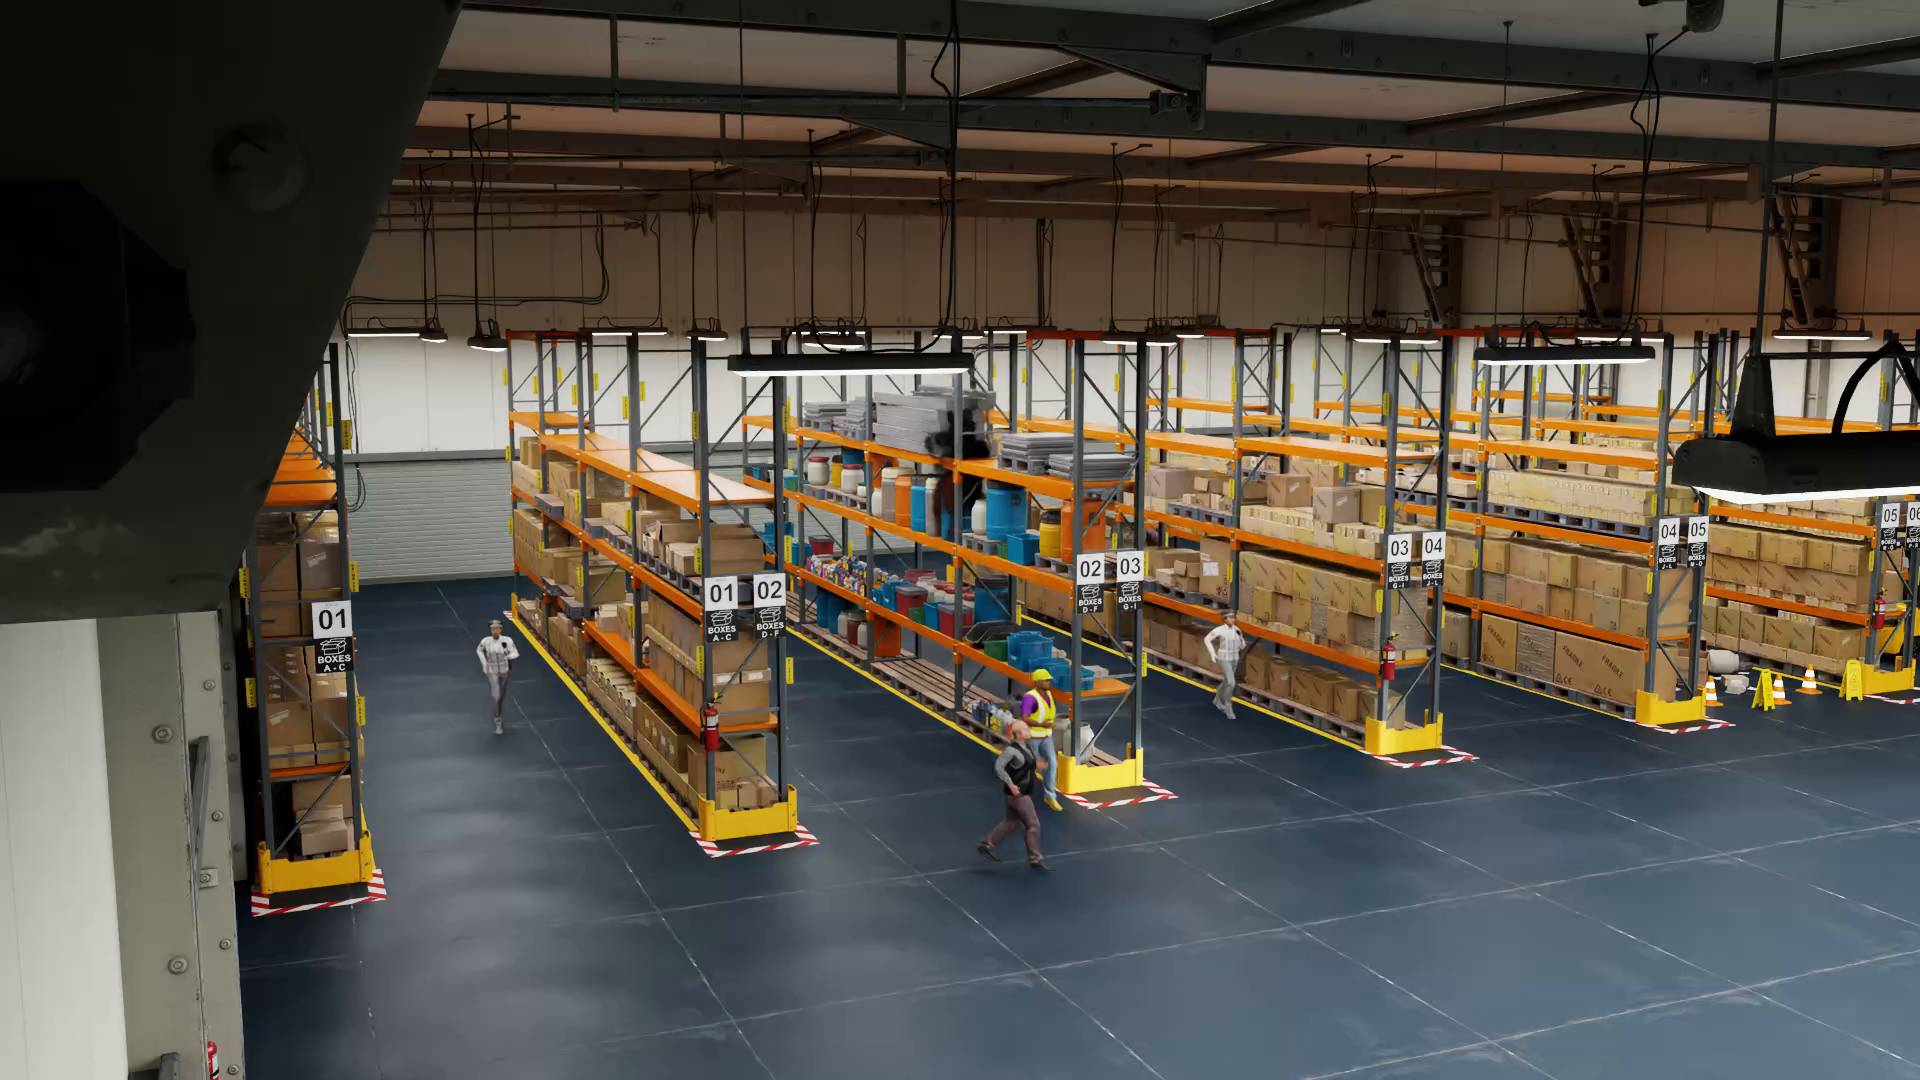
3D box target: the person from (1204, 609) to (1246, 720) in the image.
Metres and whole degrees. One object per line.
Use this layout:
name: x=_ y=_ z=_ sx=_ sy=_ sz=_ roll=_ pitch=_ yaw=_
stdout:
person: x=4.225 y=1.938 z=26.213 sx=0.578 sy=1.752 sz=0.725 roll=-5 pitch=9 yaw=-32

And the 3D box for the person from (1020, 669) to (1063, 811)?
person: x=1.002 y=2.555 z=21.423 sx=0.792 sy=1.822 sz=0.738 roll=6 pitch=10 yaw=40

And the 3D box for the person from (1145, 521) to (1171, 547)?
person: x=4.373 y=0.388 z=37.440 sx=0.711 sy=1.778 sz=1.159 roll=-3 pitch=8 yaw=-21

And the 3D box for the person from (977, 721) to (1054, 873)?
person: x=0.642 y=2.909 z=18.972 sx=0.892 sy=1.746 sz=0.641 roll=1 pitch=8 yaw=5

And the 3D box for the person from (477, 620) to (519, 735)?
person: x=-7.040 y=2.055 z=25.407 sx=0.585 sy=1.751 sz=0.790 roll=-4 pitch=9 yaw=-25
